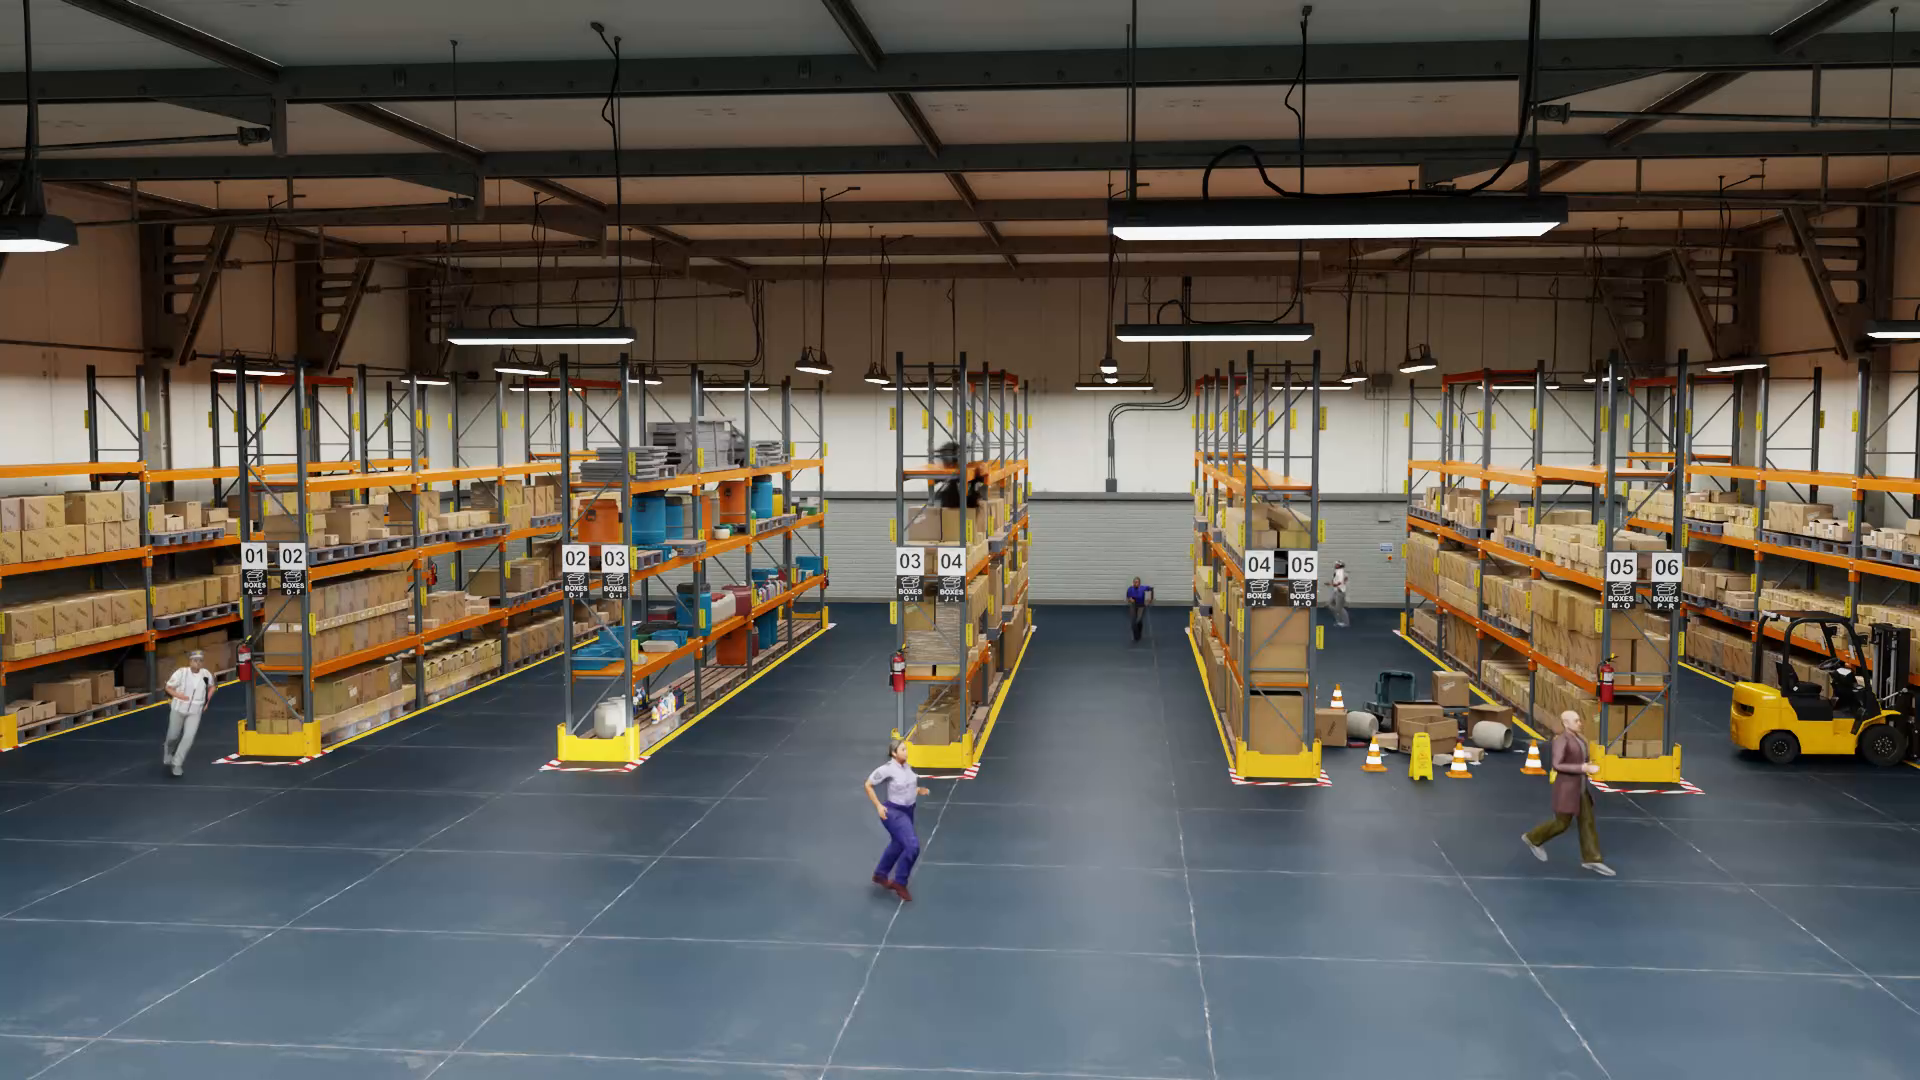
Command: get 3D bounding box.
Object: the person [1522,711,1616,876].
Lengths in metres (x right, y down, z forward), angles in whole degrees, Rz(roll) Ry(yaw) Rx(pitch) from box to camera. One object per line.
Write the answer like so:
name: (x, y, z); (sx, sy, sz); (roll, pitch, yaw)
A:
person: (6.767, 2.777, 18.455); (0.708, 1.777, 1.050); (-4, 6, -43)

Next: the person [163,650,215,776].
person: (-11.082, 2.445, 23.940); (0.697, 1.745, 0.923); (-2, 5, -30)

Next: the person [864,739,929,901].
person: (-0.639, 2.952, 17.539); (0.707, 1.685, 0.576); (2, 4, 25)

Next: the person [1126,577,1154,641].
person: (4.060, 1.576, 37.571); (0.595, 1.507, 0.871); (1, 4, 13)

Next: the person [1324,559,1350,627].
person: (9.195, 1.286, 40.537); (0.642, 1.691, 0.571); (0, 4, 3)
